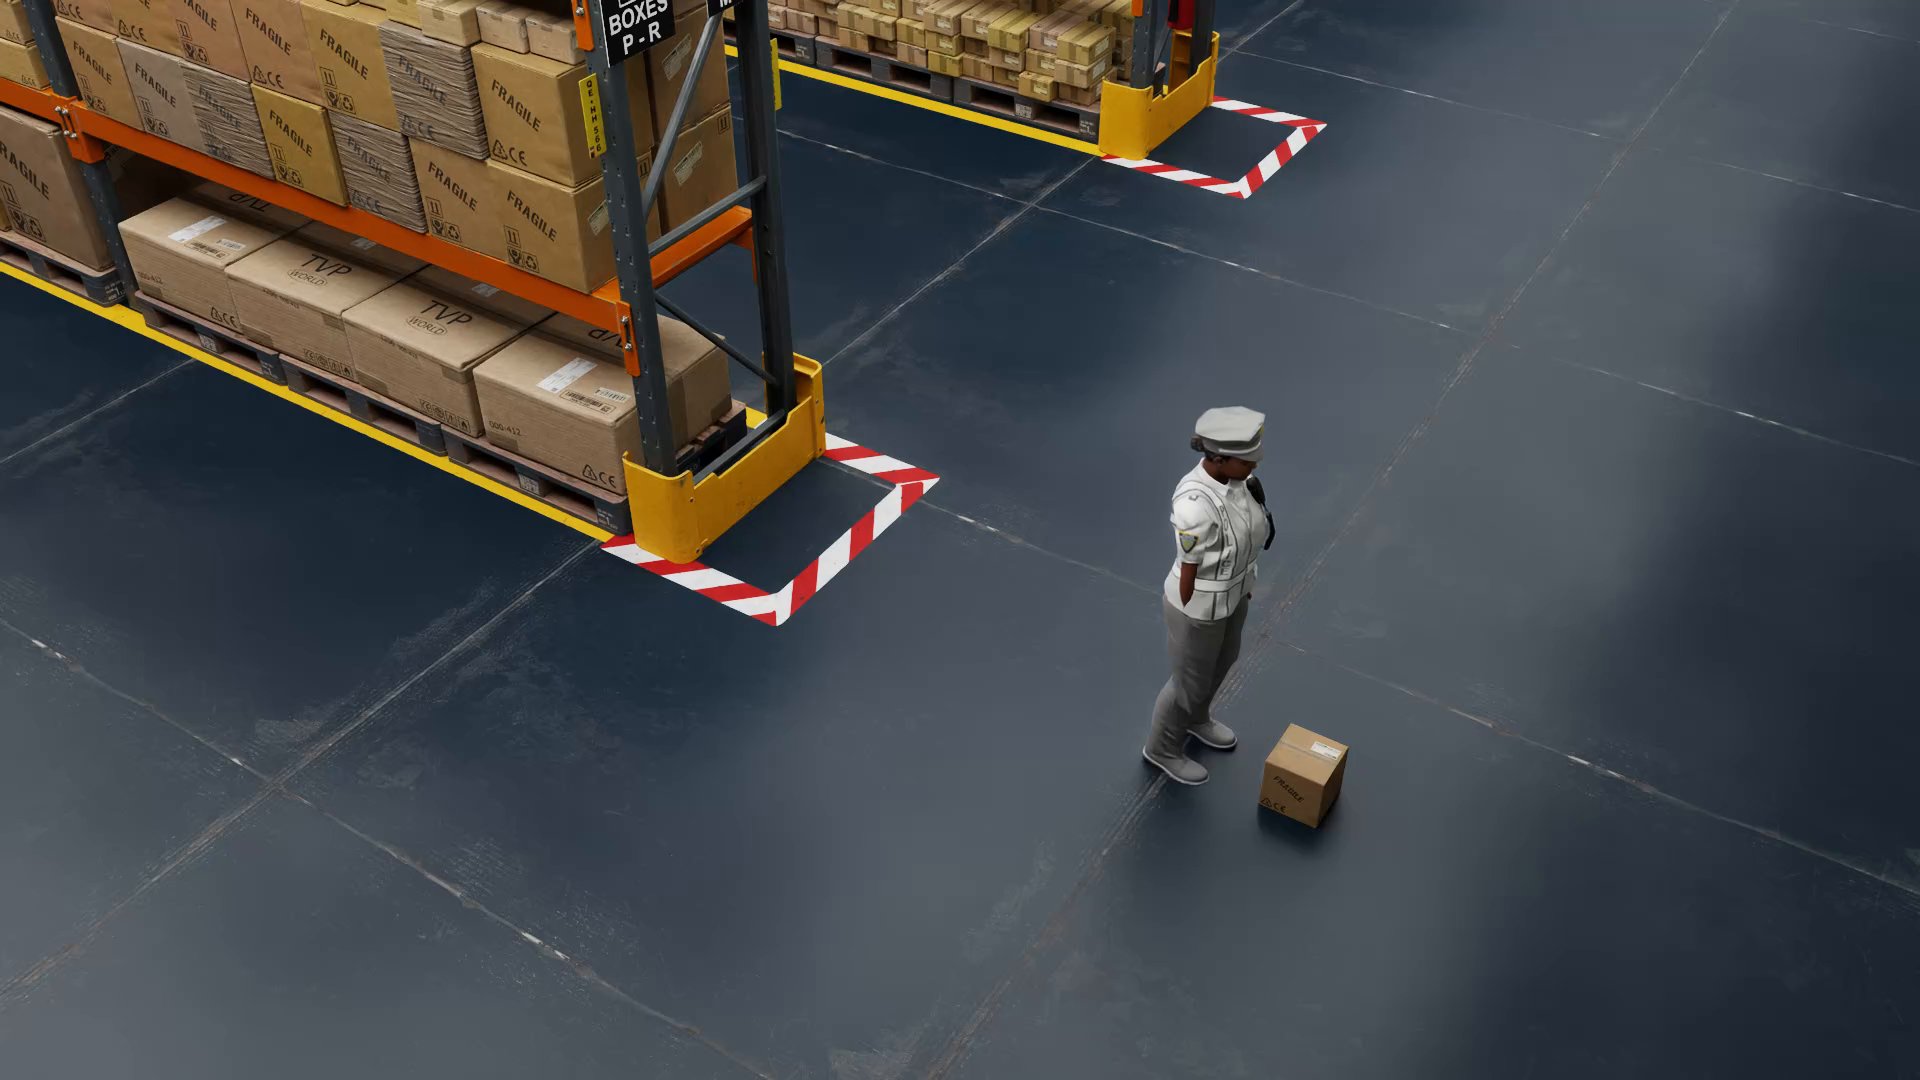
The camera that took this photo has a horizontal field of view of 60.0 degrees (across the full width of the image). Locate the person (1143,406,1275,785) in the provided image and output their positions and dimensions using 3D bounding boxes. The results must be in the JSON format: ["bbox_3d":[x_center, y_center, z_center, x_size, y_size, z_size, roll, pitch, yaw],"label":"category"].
[{"bbox_3d":[0.972,0.220,6.417,0.341,1.669,0.438,23,44,26],"label":"person"}]
